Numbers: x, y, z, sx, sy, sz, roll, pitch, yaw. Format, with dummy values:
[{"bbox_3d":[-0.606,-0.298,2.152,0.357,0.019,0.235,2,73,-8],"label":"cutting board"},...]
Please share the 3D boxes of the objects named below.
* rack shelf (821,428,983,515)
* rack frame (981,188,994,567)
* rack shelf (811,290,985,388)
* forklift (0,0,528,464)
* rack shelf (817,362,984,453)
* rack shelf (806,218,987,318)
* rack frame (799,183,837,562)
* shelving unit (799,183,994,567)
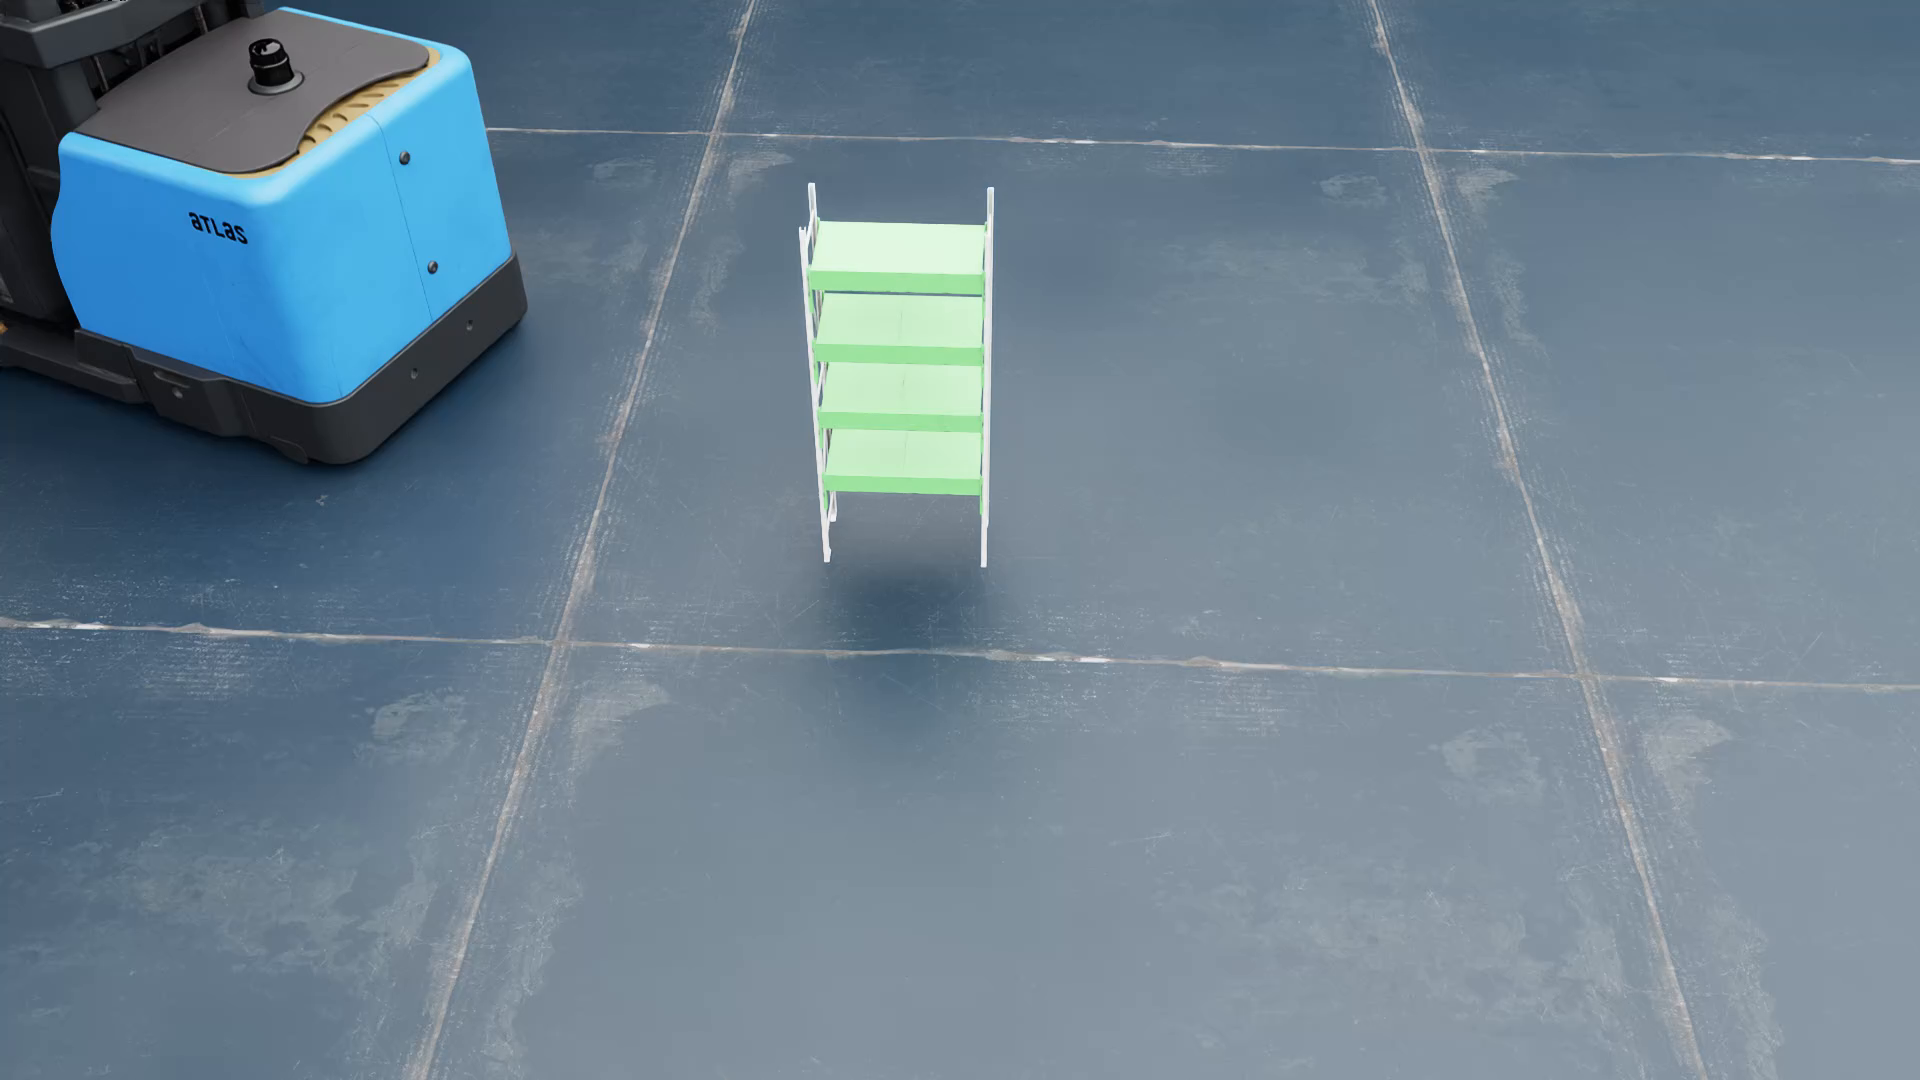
[{"bbox_3d":[-0.165,-0.222,5.054,0.480,0.148,0.258,2,43,2],"label":"rack shelf"},{"bbox_3d":[0.078,-0.437,4.838,0.015,1.200,0.240,2,43,2],"label":"rack frame"},{"bbox_3d":[-0.165,-0.573,4.726,0.480,0.148,0.258,2,43,2],"label":"rack shelf"},{"bbox_3d":[-3.132,-1.997,5.244,3.031,2.935,1.130,17,46,18],"label":"forklift"},{"bbox_3d":[-0.165,-0.397,4.890,0.480,0.148,0.258,2,43,2],"label":"rack shelf"},{"bbox_3d":[-0.165,-0.749,4.563,0.480,0.148,0.258,2,43,2],"label":"rack shelf"},{"bbox_3d":[-0.409,-0.452,4.855,0.015,1.200,0.240,2,43,2],"label":"rack frame"},{"bbox_3d":[-0.165,-0.444,4.846,0.503,1.200,0.258,2,43,2],"label":"shelving unit"}]
